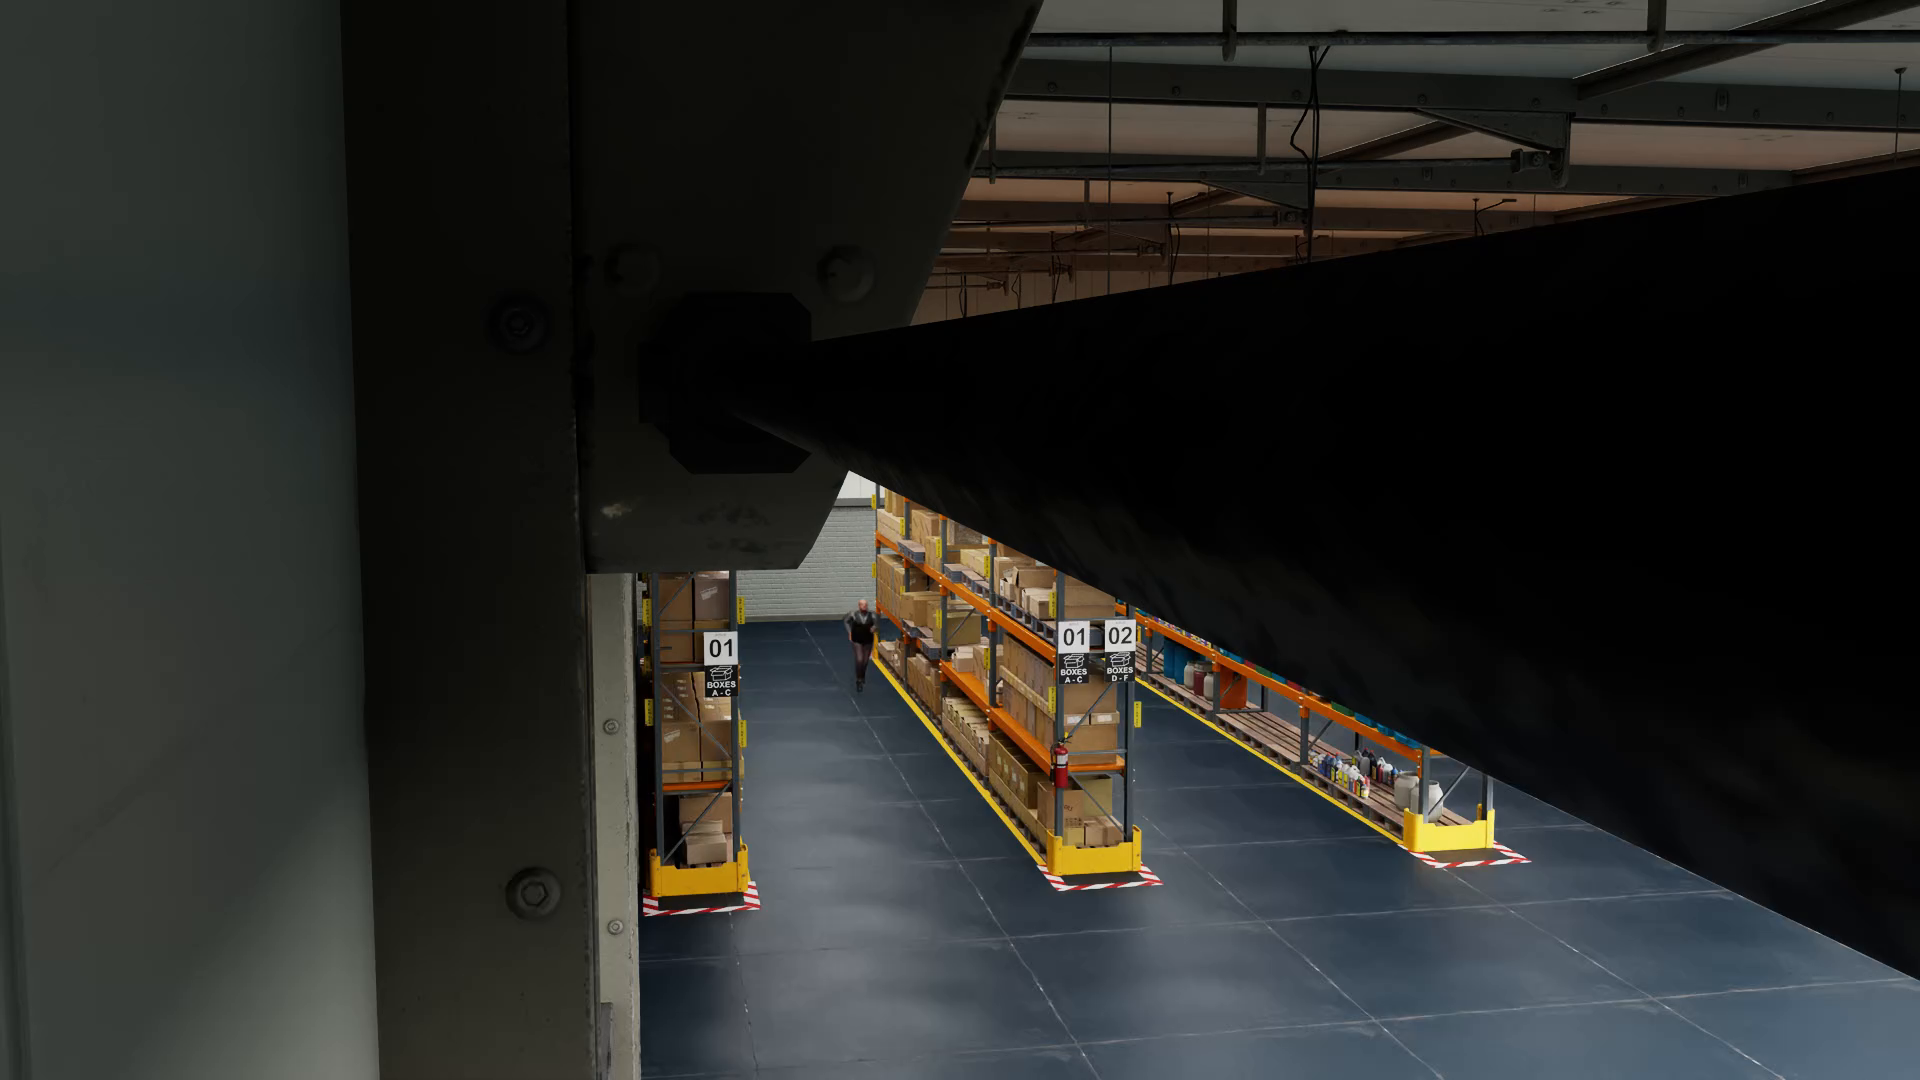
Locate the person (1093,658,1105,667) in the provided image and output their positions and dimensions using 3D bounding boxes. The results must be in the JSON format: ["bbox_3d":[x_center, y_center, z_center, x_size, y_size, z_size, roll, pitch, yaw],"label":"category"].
[{"bbox_3d":[2.499,2.177,30.169,0.582,1.584,0.593,-2,6,-18],"label":"person"}]

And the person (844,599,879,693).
[{"bbox_3d":[-1.870,2.009,31.927,0.638,1.763,0.784,-2,6,-18],"label":"person"}]
